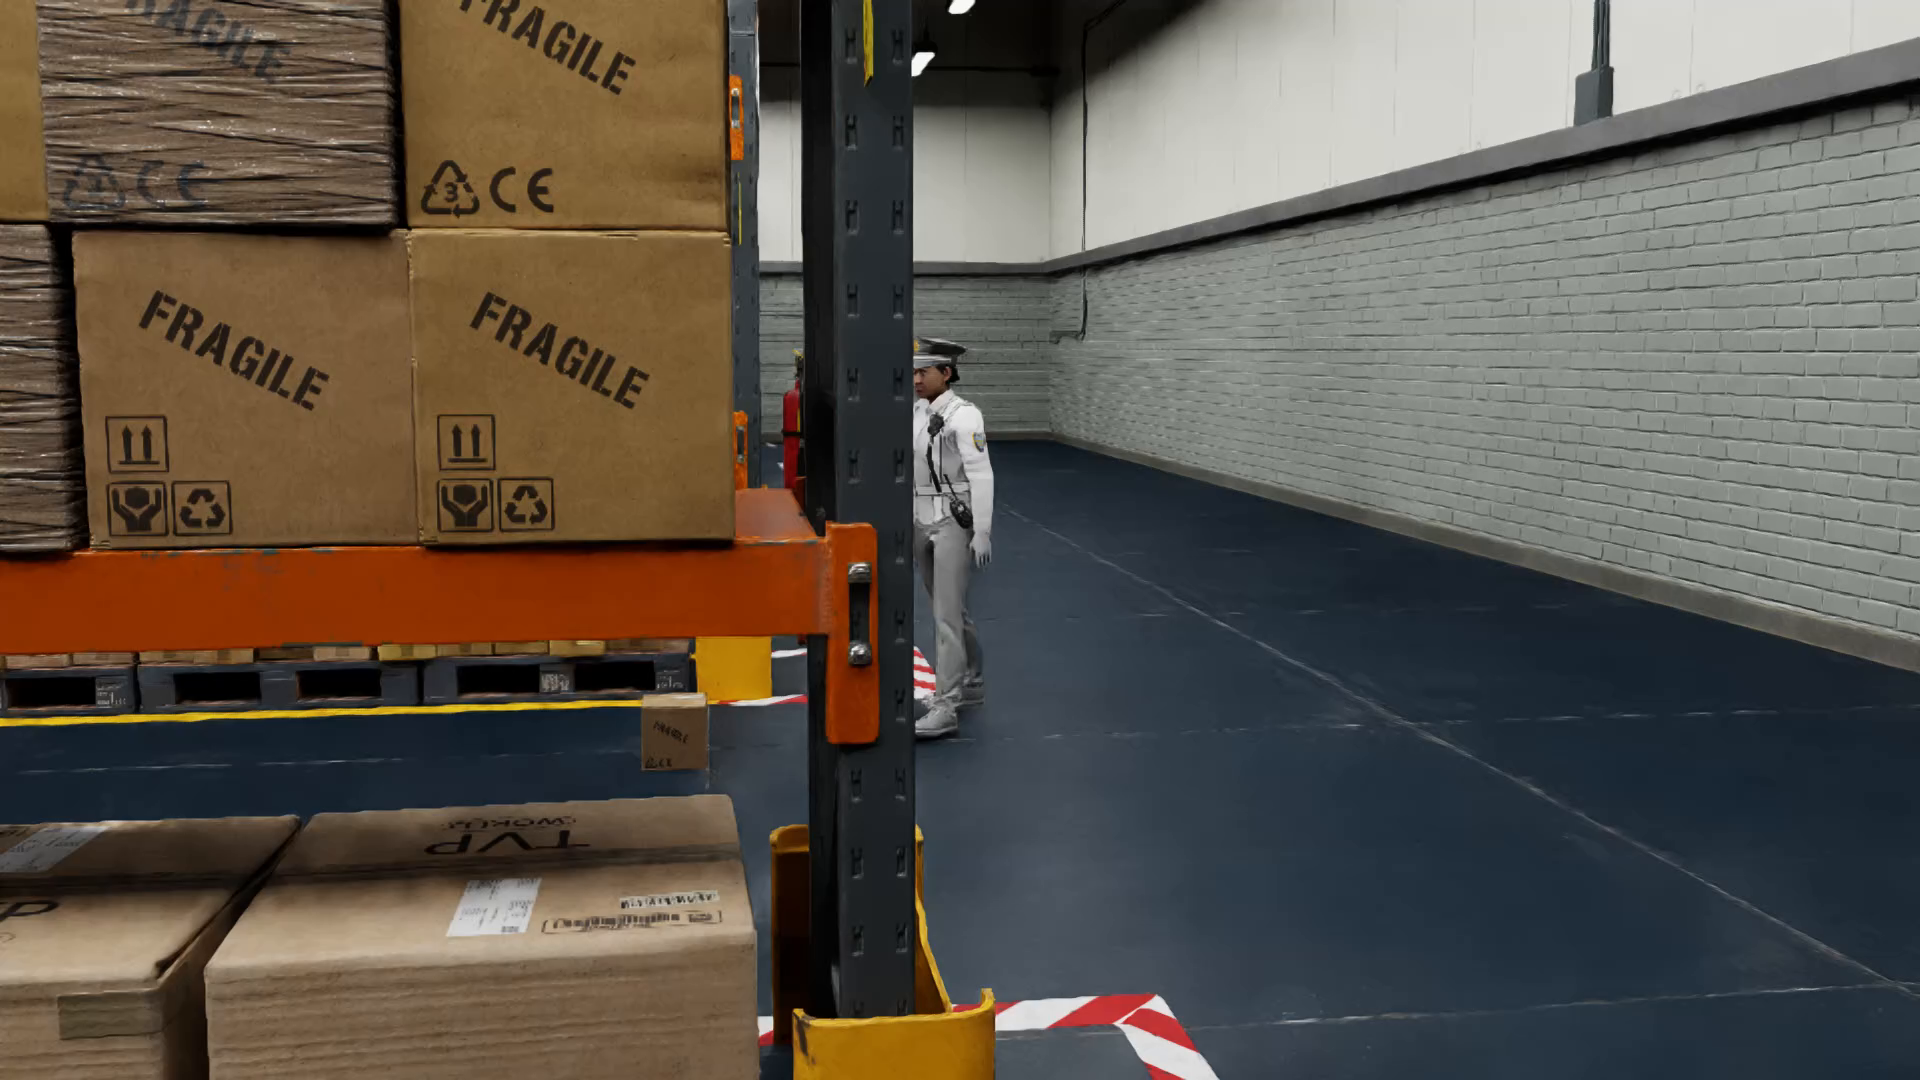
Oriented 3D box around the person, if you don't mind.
[{"bbox_3d":[-0.080,-0.041,7.092,0.666,1.642,0.567,-5,8,-35],"label":"person"}]
